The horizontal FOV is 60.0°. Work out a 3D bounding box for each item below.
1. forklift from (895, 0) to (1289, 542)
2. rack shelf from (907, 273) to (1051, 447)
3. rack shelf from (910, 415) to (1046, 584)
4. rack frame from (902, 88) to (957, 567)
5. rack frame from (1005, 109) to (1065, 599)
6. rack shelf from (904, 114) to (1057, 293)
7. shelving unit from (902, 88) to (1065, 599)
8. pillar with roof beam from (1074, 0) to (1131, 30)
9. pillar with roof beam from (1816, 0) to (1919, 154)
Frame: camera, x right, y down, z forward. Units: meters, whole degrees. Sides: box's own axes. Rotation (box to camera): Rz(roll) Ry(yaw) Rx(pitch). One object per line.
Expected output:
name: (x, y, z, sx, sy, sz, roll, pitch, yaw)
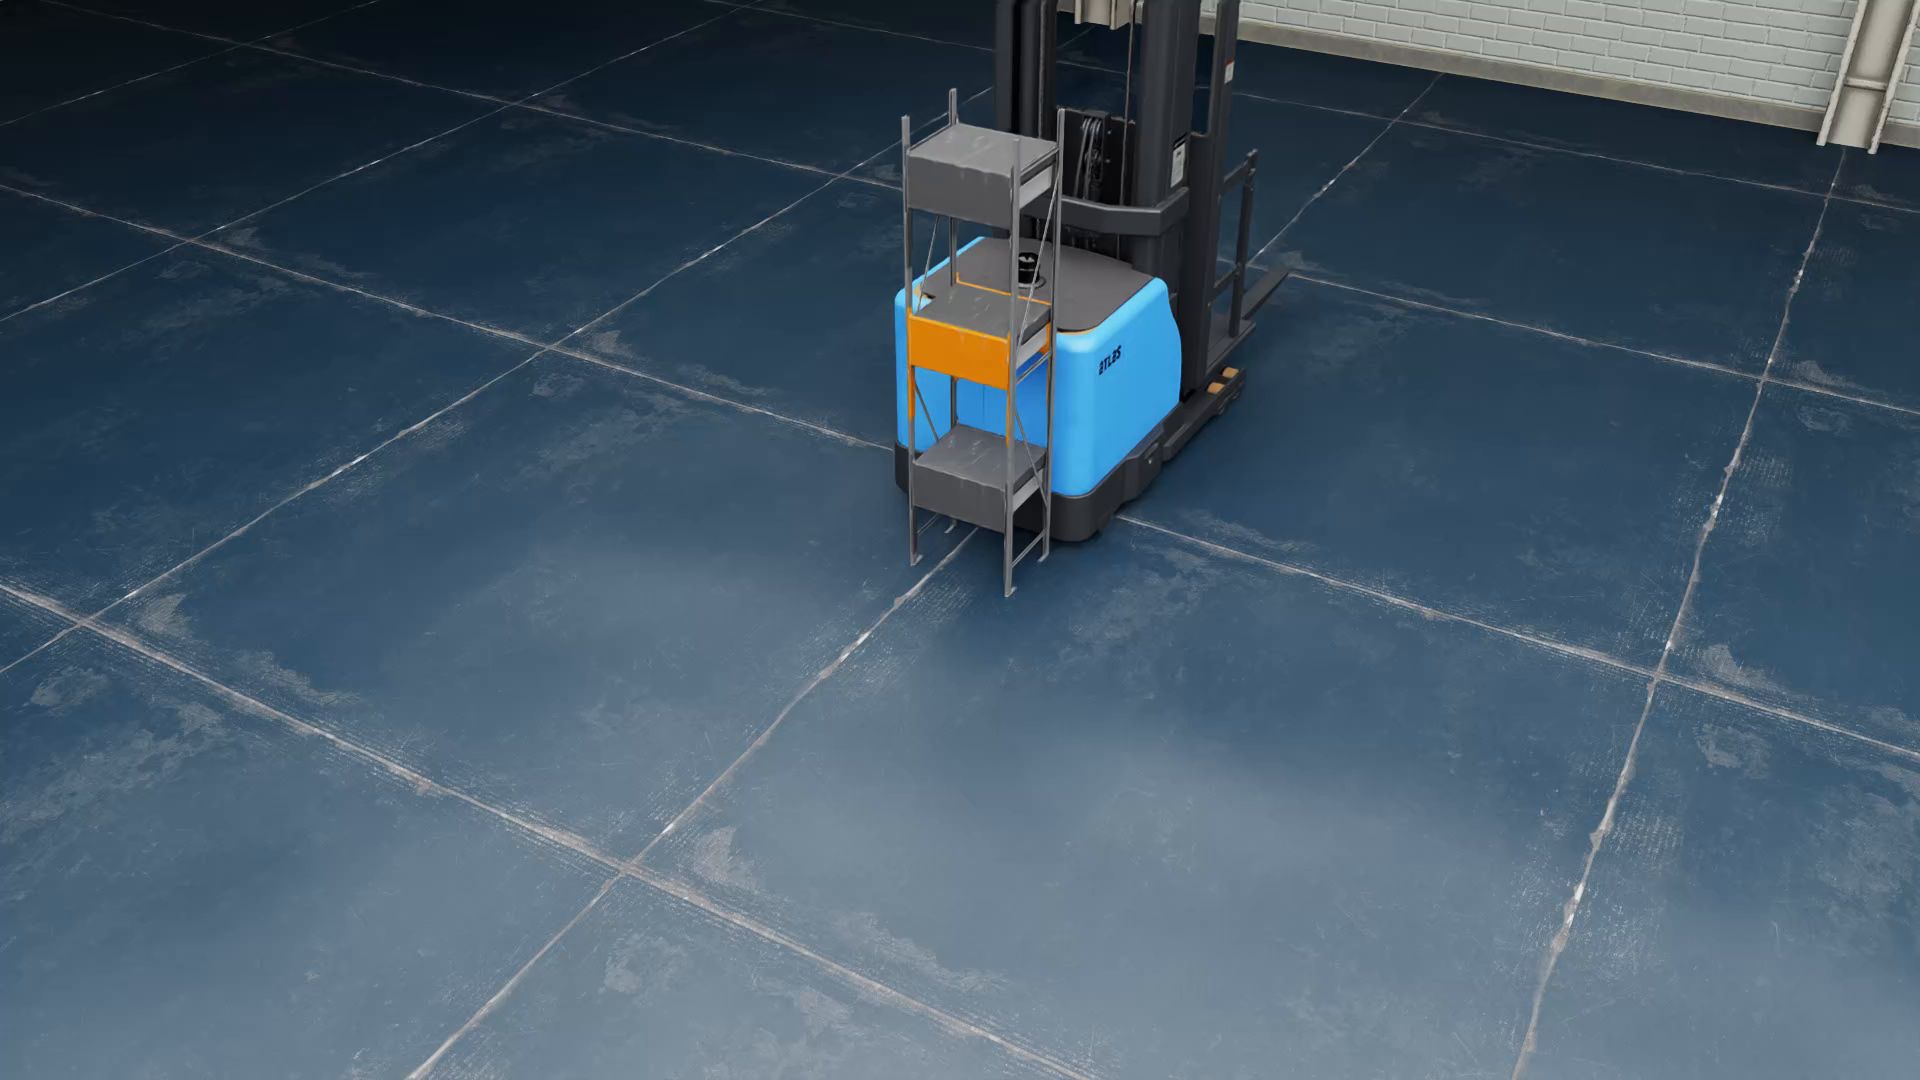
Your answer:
forklift: (0.871, -2.000, 8.109, 1.130, 2.935, 3.031, 18, 38, 25)
rack shelf: (0.092, -0.769, 7.034, 0.480, 0.518, 0.431, 18, 37, 24)
rack shelf: (0.092, -0.186, 7.422, 0.480, 0.518, 0.431, 18, 37, 24)
rack frame: (-0.120, -0.847, 7.128, 0.015, 2.100, 0.400, 18, 37, 24)
rack frame: (0.304, -0.713, 6.926, 0.015, 2.100, 0.400, 18, 37, 24)
rack shelf: (0.092, -1.351, 6.647, 0.480, 0.518, 0.431, 18, 37, 24)
shelving unit: (0.092, -0.780, 7.027, 0.503, 2.100, 0.431, 18, 37, 24)
pillar with roof beam: (-0.889, -6.214, 8.962, 0.400, 9.000, 9.100, 18, 37, 24)
pillar with roof beam: (4.320, -4.563, 6.484, 0.400, 9.000, 9.100, 18, 37, 24)
